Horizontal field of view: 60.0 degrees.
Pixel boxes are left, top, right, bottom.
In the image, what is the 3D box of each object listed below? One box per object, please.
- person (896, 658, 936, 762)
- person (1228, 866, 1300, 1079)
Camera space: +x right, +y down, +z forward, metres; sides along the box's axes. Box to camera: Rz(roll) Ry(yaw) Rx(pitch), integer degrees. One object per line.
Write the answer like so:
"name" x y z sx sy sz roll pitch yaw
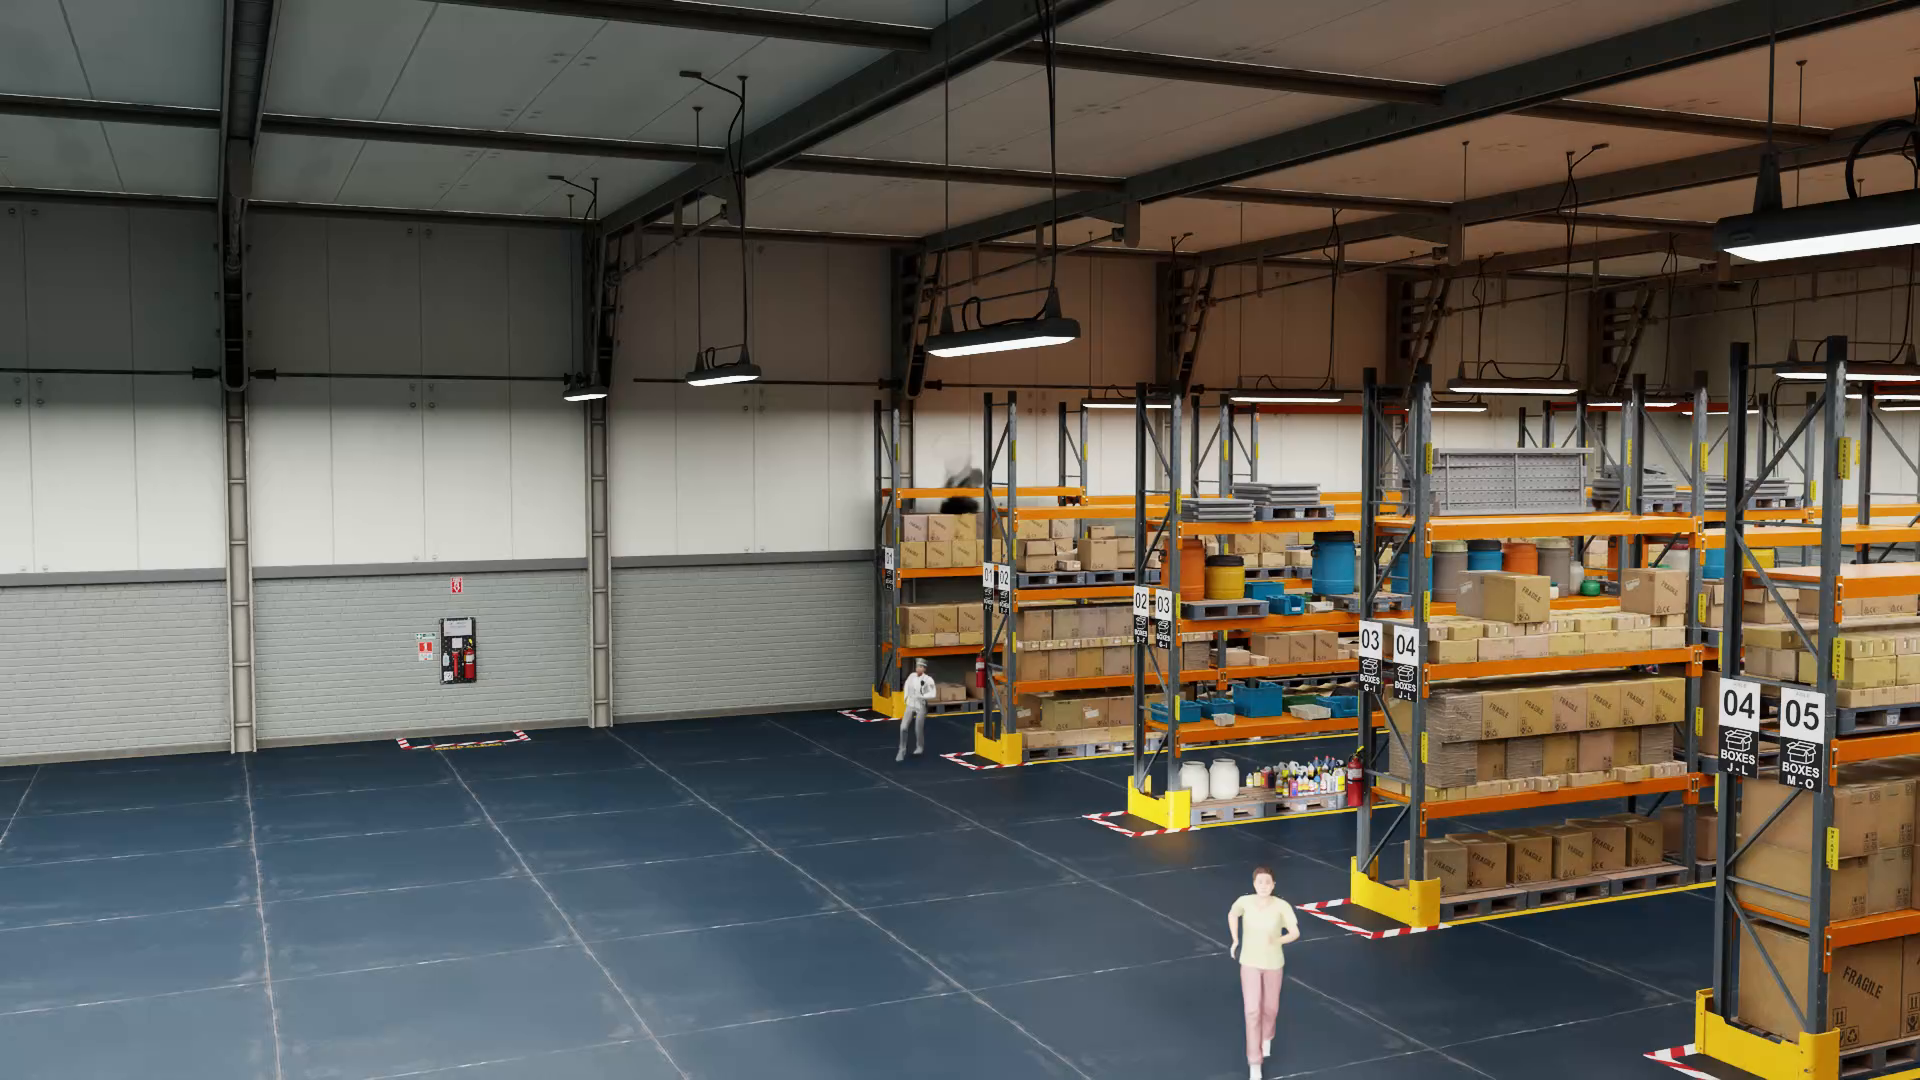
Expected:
"person" -0.662 2.770 27.186 0.635 1.735 0.700 1 4 21
"person" 2.493 3.503 13.658 0.577 1.671 0.874 1 3 9
